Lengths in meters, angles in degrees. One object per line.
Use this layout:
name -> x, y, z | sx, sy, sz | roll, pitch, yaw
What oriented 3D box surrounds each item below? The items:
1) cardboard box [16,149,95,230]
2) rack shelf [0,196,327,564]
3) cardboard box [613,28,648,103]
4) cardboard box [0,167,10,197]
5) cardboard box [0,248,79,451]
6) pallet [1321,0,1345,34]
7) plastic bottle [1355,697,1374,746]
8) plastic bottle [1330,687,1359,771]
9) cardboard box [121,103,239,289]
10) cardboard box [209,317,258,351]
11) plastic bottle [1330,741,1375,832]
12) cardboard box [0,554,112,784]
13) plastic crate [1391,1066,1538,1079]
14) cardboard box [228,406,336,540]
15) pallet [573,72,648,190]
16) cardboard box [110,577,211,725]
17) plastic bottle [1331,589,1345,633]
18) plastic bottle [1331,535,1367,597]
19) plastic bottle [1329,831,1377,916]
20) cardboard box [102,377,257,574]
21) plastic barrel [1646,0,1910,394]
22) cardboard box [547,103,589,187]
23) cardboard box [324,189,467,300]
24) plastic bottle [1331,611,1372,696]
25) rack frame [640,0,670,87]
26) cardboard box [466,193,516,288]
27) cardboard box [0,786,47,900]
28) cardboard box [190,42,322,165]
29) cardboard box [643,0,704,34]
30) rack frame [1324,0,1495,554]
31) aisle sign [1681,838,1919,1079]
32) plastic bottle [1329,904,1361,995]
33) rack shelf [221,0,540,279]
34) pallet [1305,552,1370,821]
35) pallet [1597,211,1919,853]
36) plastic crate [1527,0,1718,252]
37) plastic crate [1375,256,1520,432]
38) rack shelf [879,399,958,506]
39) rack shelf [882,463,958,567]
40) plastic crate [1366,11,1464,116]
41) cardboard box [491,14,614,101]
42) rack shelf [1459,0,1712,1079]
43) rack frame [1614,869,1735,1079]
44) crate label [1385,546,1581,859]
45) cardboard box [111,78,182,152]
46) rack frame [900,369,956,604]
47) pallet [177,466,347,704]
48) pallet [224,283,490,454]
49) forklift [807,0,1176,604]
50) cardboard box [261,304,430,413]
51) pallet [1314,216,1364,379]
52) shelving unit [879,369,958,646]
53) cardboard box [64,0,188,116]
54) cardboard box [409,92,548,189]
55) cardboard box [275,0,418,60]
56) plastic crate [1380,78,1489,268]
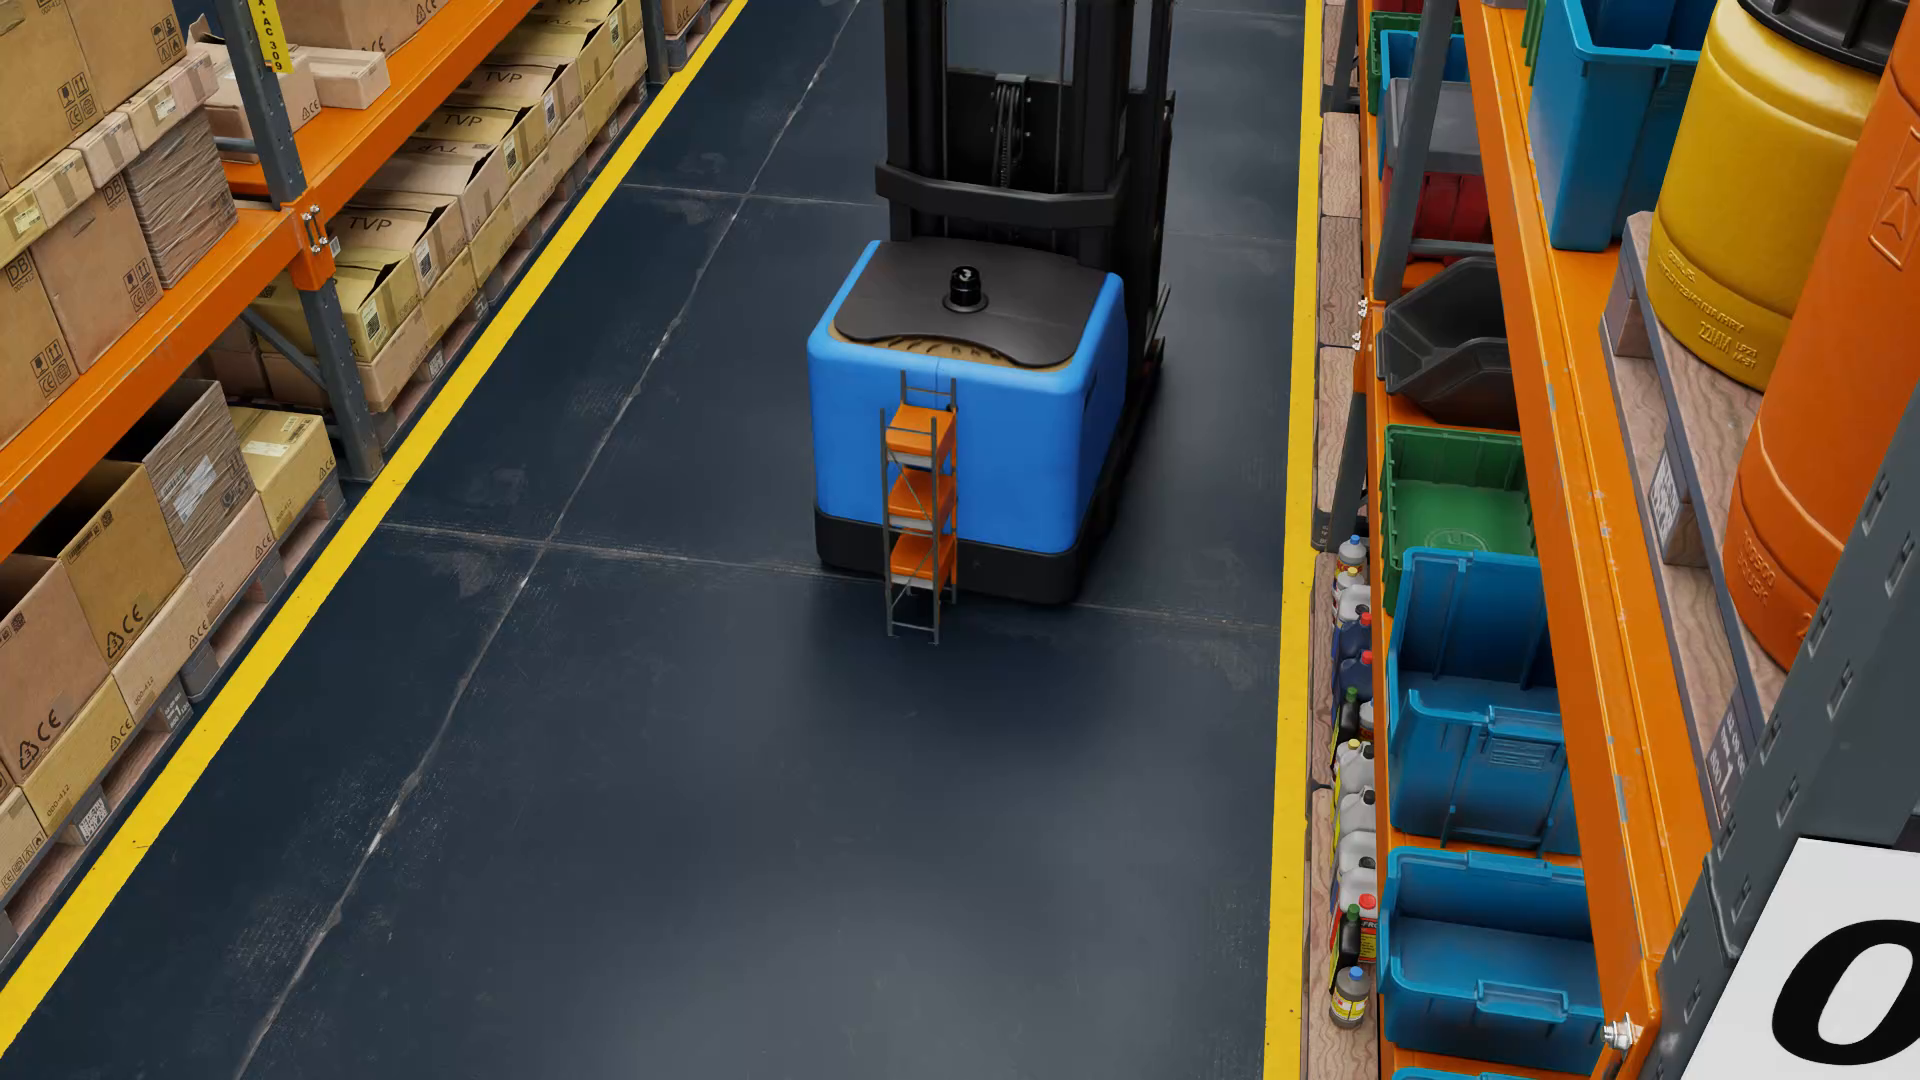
cardboard box -> -2.935, -1.097, 5.135 | 0.380, 0.149, 0.250 | 6, 40, 8
rack shelf -> -3.313, 0.045, 4.906 | 1.077, 0.370, 4.000 | 6, 40, 8
cardboard box -> -2.125, -2.743, 9.541 | 0.500, 0.250, 0.500 | 7, 40, 9
cardboard box -> -3.211, -1.115, 4.648 | 0.700, 0.500, 0.500 | 6, 40, 8
cardboard box -> -3.213, -0.600, 5.044 | 0.700, 0.500, 0.500 | 7, 40, 8
pallet -> 2.913, -3.637, 10.983 | 1.003, 0.211, 1.213 | 6, 40, 8
plastic bottle -> 1.342, 0.619, 5.443 | 0.097, 0.271, 0.097 | 0, 40, 0
plastic bottle -> 1.261, 0.617, 5.436 | 0.061, 0.283, 0.133 | 8, 40, 10
cardboard box -> -3.037, -1.246, 5.825 | 0.700, 0.500, 0.500 | 5, 40, 7
cardboard box -> -3.179, -1.091, 7.104 | 0.500, 0.311, 0.500 | 6, 40, 8
plastic bottle -> 1.257, 0.759, 5.212 | 0.144, 0.351, 0.185 | 6, 40, 7
cardboard box -> -3.085, 0.379, 5.177 | 0.500, 0.500, 0.500 | 6, 40, 8
plastic crate -> 1.011, 1.282, 2.962 | 0.499, 0.251, 0.616 | 6, 40, 8
cardboard box -> -2.831, -0.274, 6.556 | 0.500, 0.250, 0.500 | 6, 40, 8
pallet -> -2.455, -2.410, 9.500 | 1.003, 0.211, 1.213 | 6, 40, 8
cardboard box -> -3.000, 0.354, 5.796 | 0.500, 0.250, 0.500 | 6, 40, 8
plastic bottle -> 1.389, 0.250, 5.945 | 0.097, 0.201, 0.097 | 0, 40, 0
plastic bottle -> 1.425, 0.095, 6.077 | 0.097, 0.271, 0.097 | 0, 40, 0
plastic bottle -> 1.200, 1.009, 4.968 | 0.152, 0.276, 0.135 | 5, 40, 6
cardboard box -> -2.929, -0.251, 5.939 | 0.500, 0.500, 0.500 | 6, 40, 8
plastic barrel -> 1.291, -0.548, 2.228 | 0.600, 0.588, 0.600 | 0, 40, 0
cardboard box -> -2.301, -2.103, 8.768 | 0.500, 0.250, 0.500 | 7, 40, 9
cardboard box -> -2.558, -1.351, 7.418 | 0.500, 0.311, 0.500 | 6, 40, 7
plastic bottle -> 1.363, 0.374, 5.678 | 0.144, 0.351, 0.185 | 7, 40, 9
rack frame -> -2.274, -3.997, 9.231 | 1.000, 3.000, 0.127 | 6, 40, 8
cardboard box -> -2.476, -1.461, 7.991 | 0.500, 0.250, 0.500 | 5, 40, 6
cardboard box -> -3.177, 0.981, 5.038 | 0.500, 0.250, 0.500 | 6, 40, 8
cardboard box -> -2.924, -1.743, 6.622 | 0.500, 0.250, 0.500 | 9, 40, 10
cardboard box -> -1.914, -3.458, 10.195 | 0.500, 0.500, 0.500 | 8, 40, 10
rack frame -> 1.912, -0.939, 5.531 | 1.000, 3.000, 0.127 | 6, 40, 8
aisle sign -> 0.914, 0.582, 1.652 | 0.394, 0.787, 0.004 | 6, 40, 8
plastic bottle -> 1.108, 1.173, 4.764 | 0.061, 0.283, 0.133 | 7, 40, 9
rack shelf -> -2.620, -2.465, 7.942 | 1.077, 0.370, 4.000 | 6, 40, 8
pallet -> 1.754, 0.553, 5.915 | 1.003, 0.211, 1.213 | 6, 40, 8
pallet -> 1.459, -0.020, 2.214 | 1.003, 0.211, 1.213 | 6, 40, 8
plastic crate -> 1.253, -0.808, 3.032 | 0.392, 0.384, 0.575 | 6, 40, 8
plastic crate -> 1.696, -0.600, 5.171 | 0.767, 0.338, 0.504 | 6, 40, 8
rack shelf -> -0.144, -0.310, 5.872 | 0.215, 0.259, 0.240 | 10, 41, 12
rack shelf -> -0.144, -0.091, 6.053 | 0.215, 0.259, 0.240 | 10, 41, 12
plastic crate -> 1.935, -1.981, 6.958 | 0.450, 0.188, 0.662 | 6, 40, 8
cardboard box -> -2.206, -2.633, 8.969 | 0.500, 0.311, 0.500 | 6, 40, 7
rack shelf -> 1.565, -0.562, 3.286 | 1.077, 0.370, 4.000 | 6, 40, 8
rack frame -> 1.219, 1.572, 2.495 | 1.000, 3.000, 0.127 | 6, 40, 8
crate label -> 1.271, 0.373, 3.917 | 0.502, 0.435, 0.616 | 6, 40, 8
cardboard box -> -2.847, -1.426, 5.534 | 0.380, 0.149, 0.250 | 6, 40, 7
rack frame -> -0.111, -0.174, 6.136 | 0.200, 1.050, 0.008 | 10, 41, 12
pallet -> -3.145, 0.082, 6.485 | 1.003, 0.211, 1.213 | 6, 40, 8
pallet -> -2.877, -0.879, 7.648 | 1.003, 0.211, 1.213 | 6, 40, 8
forklift -> 0.317, -1.832, 6.666 | 1.130, 2.935, 3.031 | 10, 41, 12
cardboard box -> -2.653, -0.815, 7.210 | 0.500, 0.250, 0.500 | 5, 40, 7
pallet -> 2.218, -1.129, 7.950 | 1.003, 0.211, 1.213 | 6, 40, 8
shelving unit -> -0.144, -0.099, 6.046 | 0.215, 1.050, 0.252 | 10, 41, 12
cardboard box -> -3.037, -1.746, 5.412 | 0.700, 0.500, 0.500 | 7, 40, 8
cardboard box -> -2.385, -2.002, 8.206 | 0.500, 0.311, 0.500 | 7, 40, 9
cardboard box -> -2.726, -2.336, 7.143 | 0.500, 0.500, 0.500 | 9, 40, 11
plastic crate -> 1.694, -1.301, 5.919 | 0.402, 0.464, 0.583 | 6, 40, 8
